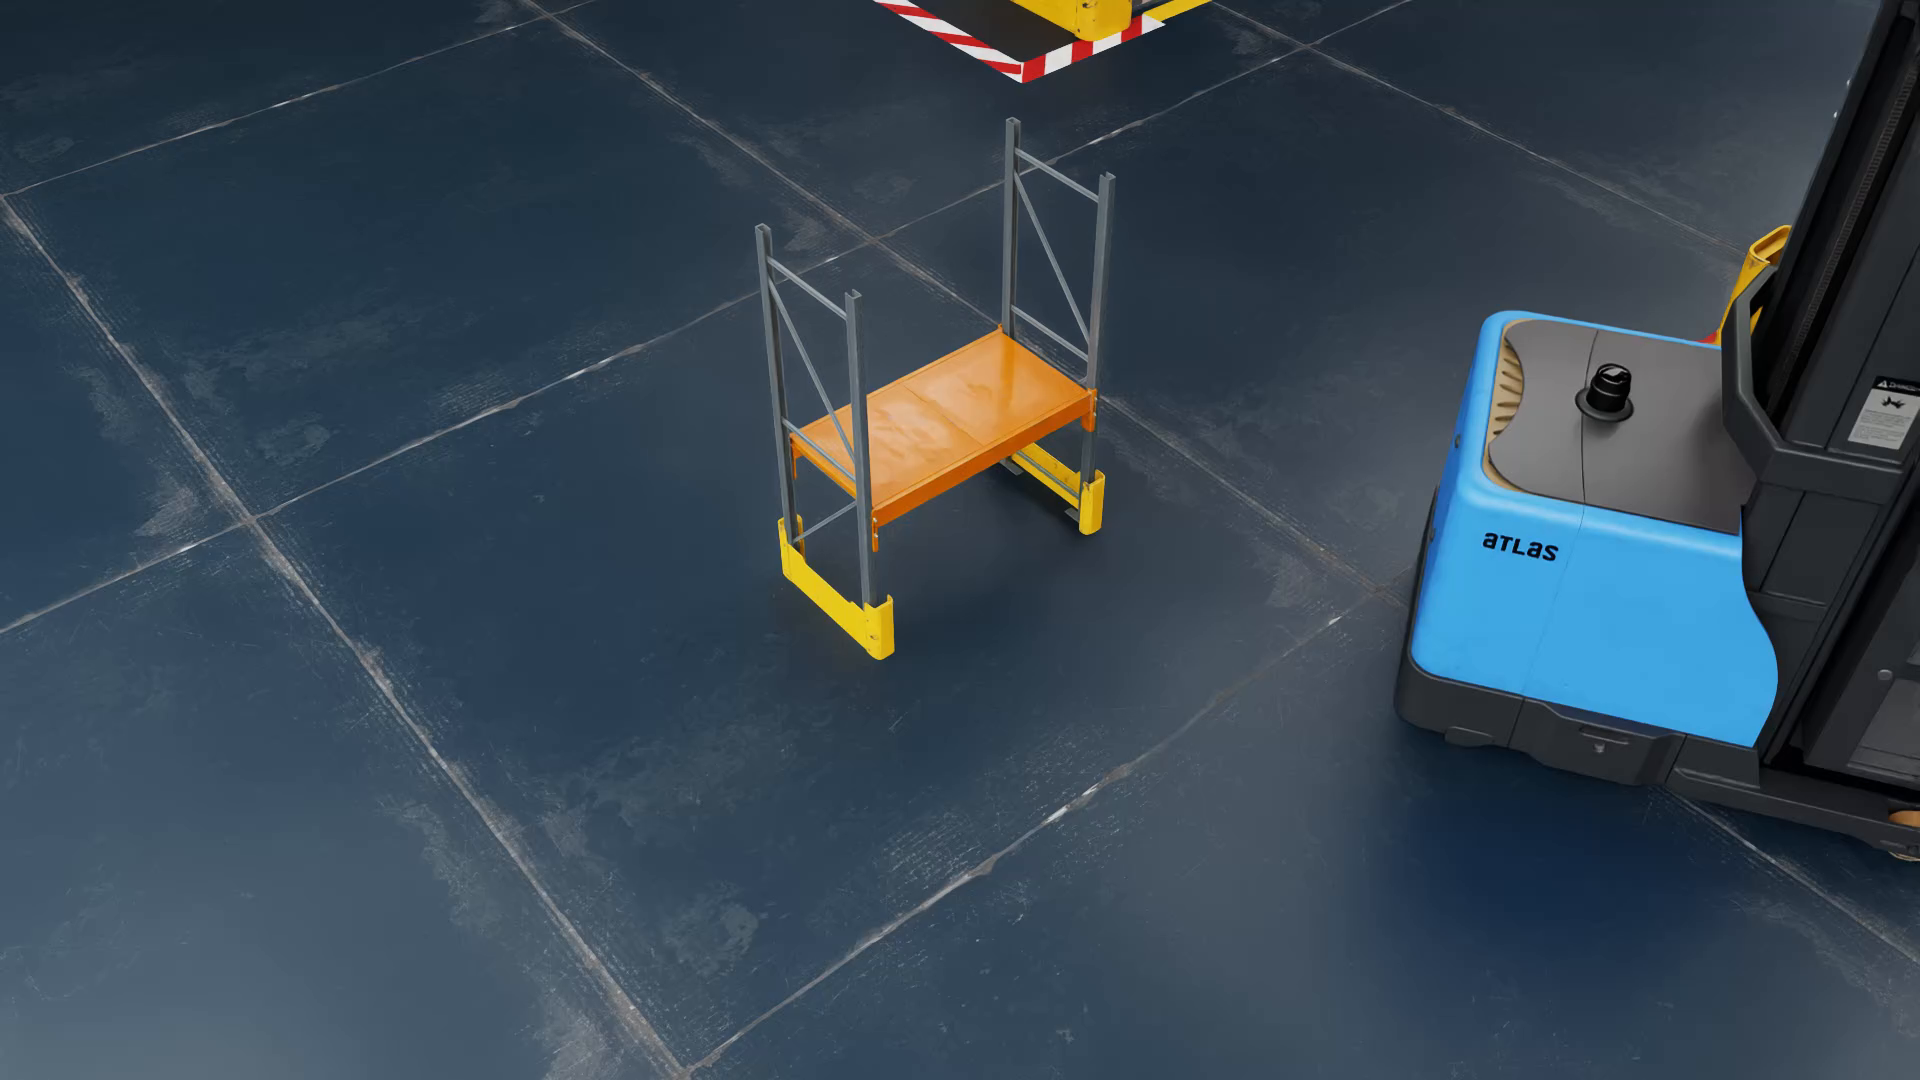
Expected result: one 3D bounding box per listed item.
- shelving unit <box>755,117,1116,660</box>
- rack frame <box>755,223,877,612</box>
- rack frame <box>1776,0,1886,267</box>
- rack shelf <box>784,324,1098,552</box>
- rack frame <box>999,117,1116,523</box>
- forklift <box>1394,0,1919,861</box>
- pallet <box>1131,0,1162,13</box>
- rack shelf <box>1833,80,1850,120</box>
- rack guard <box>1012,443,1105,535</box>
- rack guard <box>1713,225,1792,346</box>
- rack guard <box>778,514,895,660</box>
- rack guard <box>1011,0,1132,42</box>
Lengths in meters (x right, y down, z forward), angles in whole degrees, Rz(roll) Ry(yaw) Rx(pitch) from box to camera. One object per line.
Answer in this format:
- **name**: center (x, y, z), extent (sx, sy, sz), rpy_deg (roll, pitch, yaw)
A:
- **shelving unit**: center (-0.058, -0.513, 5.701), extent (1.083, 1.500, 0.587), rpy_deg (-30, 51, -28)
- **rack frame**: center (-0.455, -0.286, 5.459), extent (0.032, 1.500, 0.500), rpy_deg (-30, 51, -28)
- **rack frame**: center (3.669, -1.617, 5.781), extent (0.127, 3.000, 1.000), rpy_deg (-30, 51, -28)
- **rack shelf**: center (-0.065, -0.378, 5.820), extent (1.000, 0.185, 0.538), rpy_deg (-30, 51, -28)
- **rack frame**: center (0.324, -0.733, 5.934), extent (0.032, 1.500, 0.500), rpy_deg (-30, 51, -28)
- **forklift**: center (3.027, -0.438, 4.575), extent (3.031, 2.935, 1.130), rpy_deg (13, 45, 13)
- **pallet**: center (1.054, -3.561, 9.888), extent (1.213, 0.211, 1.003), rpy_deg (-30, 51, -28)
- **rack shelf**: center (5.203, -2.233, 6.963), extent (4.000, 0.370, 1.077), rpy_deg (-30, 51, -28)
- **rack guard**: center (0.324, -0.276, 6.362), extent (0.087, 0.250, 0.587), rpy_deg (-30, 51, -28)
- **rack guard**: center (3.697, -0.764, 6.698), extent (0.348, 0.500, 1.175), rpy_deg (-30, 51, -28)
- **rack guard**: center (-0.440, 0.161, 5.896), extent (0.087, 0.250, 0.587), rpy_deg (-30, 51, -28)
- **rack guard**: center (0.476, -3.298, 9.397), extent (0.348, 0.500, 1.175), rpy_deg (-30, 51, -28)
